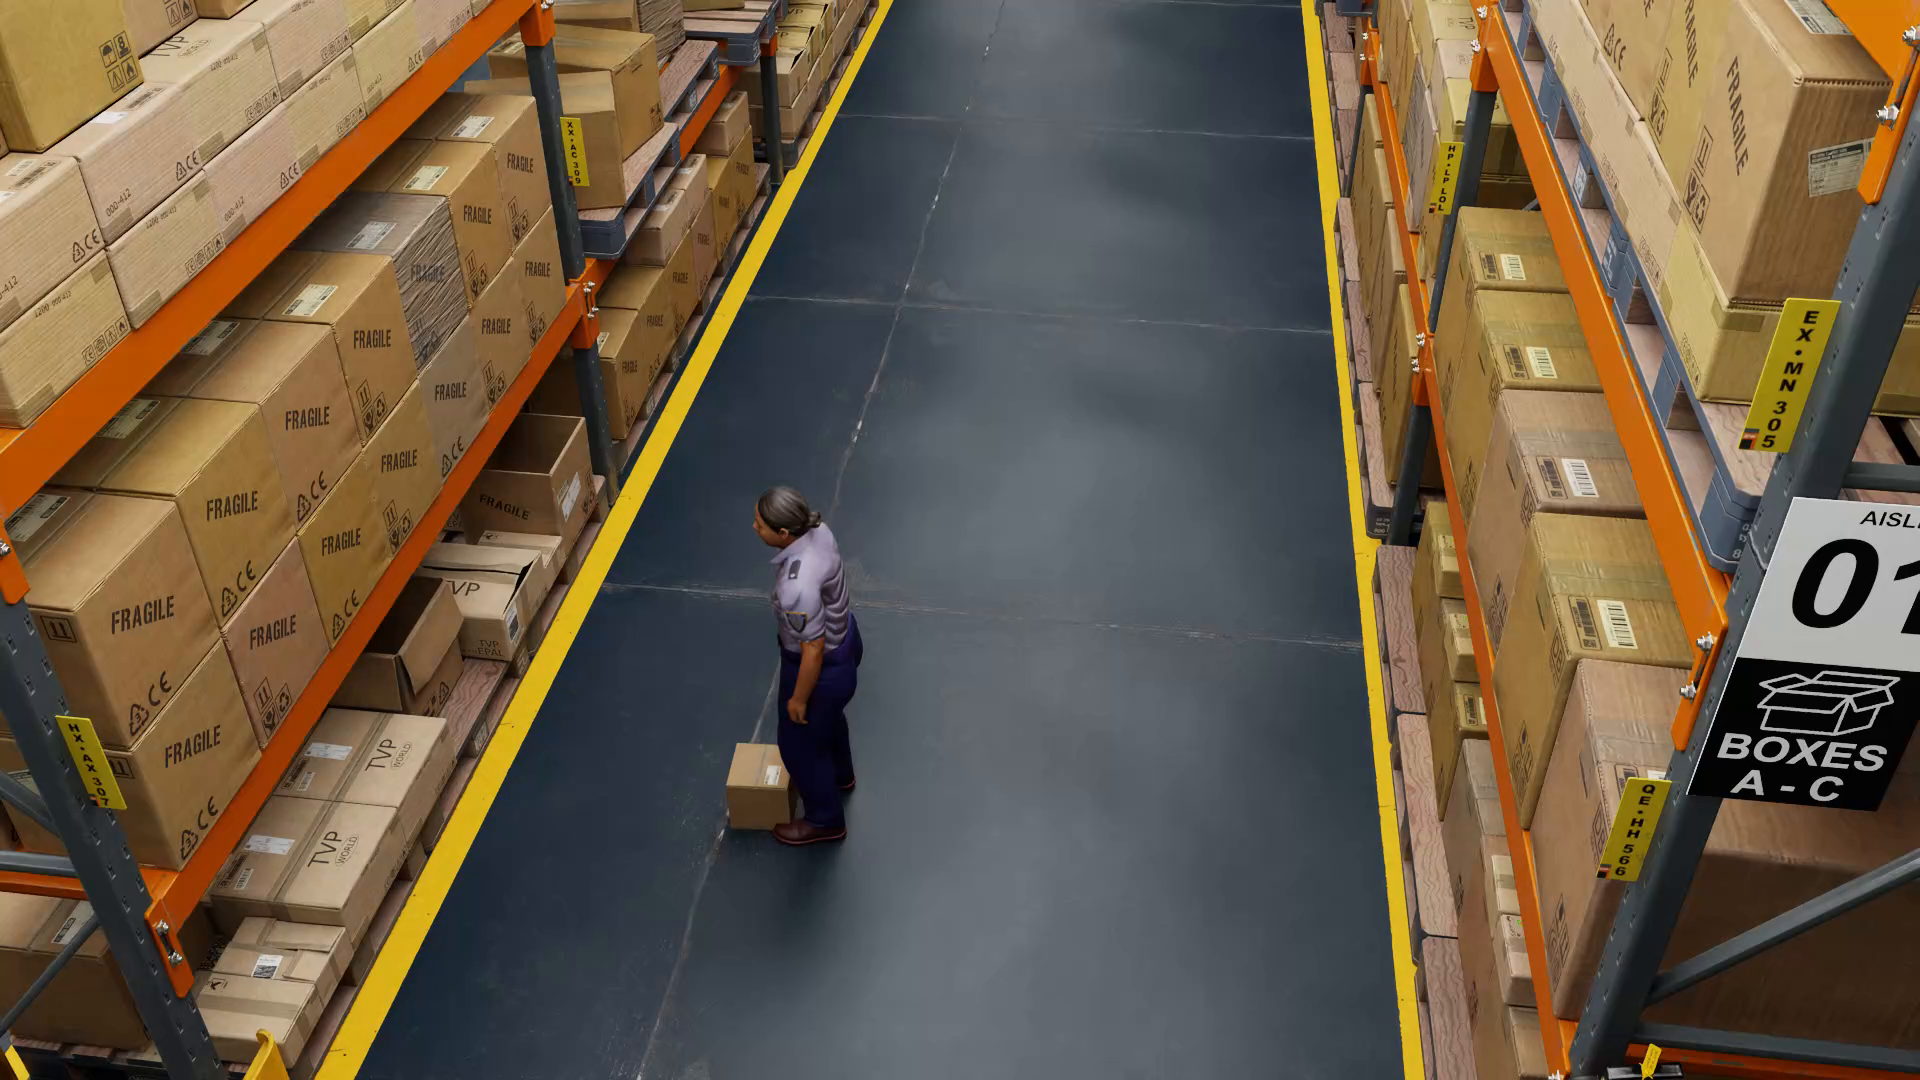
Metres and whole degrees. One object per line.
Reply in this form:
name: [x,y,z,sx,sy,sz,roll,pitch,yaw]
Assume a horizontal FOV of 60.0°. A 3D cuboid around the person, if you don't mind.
person: [-0.569,0.464,6.415,0.369,1.650,0.556,2,36,3]
